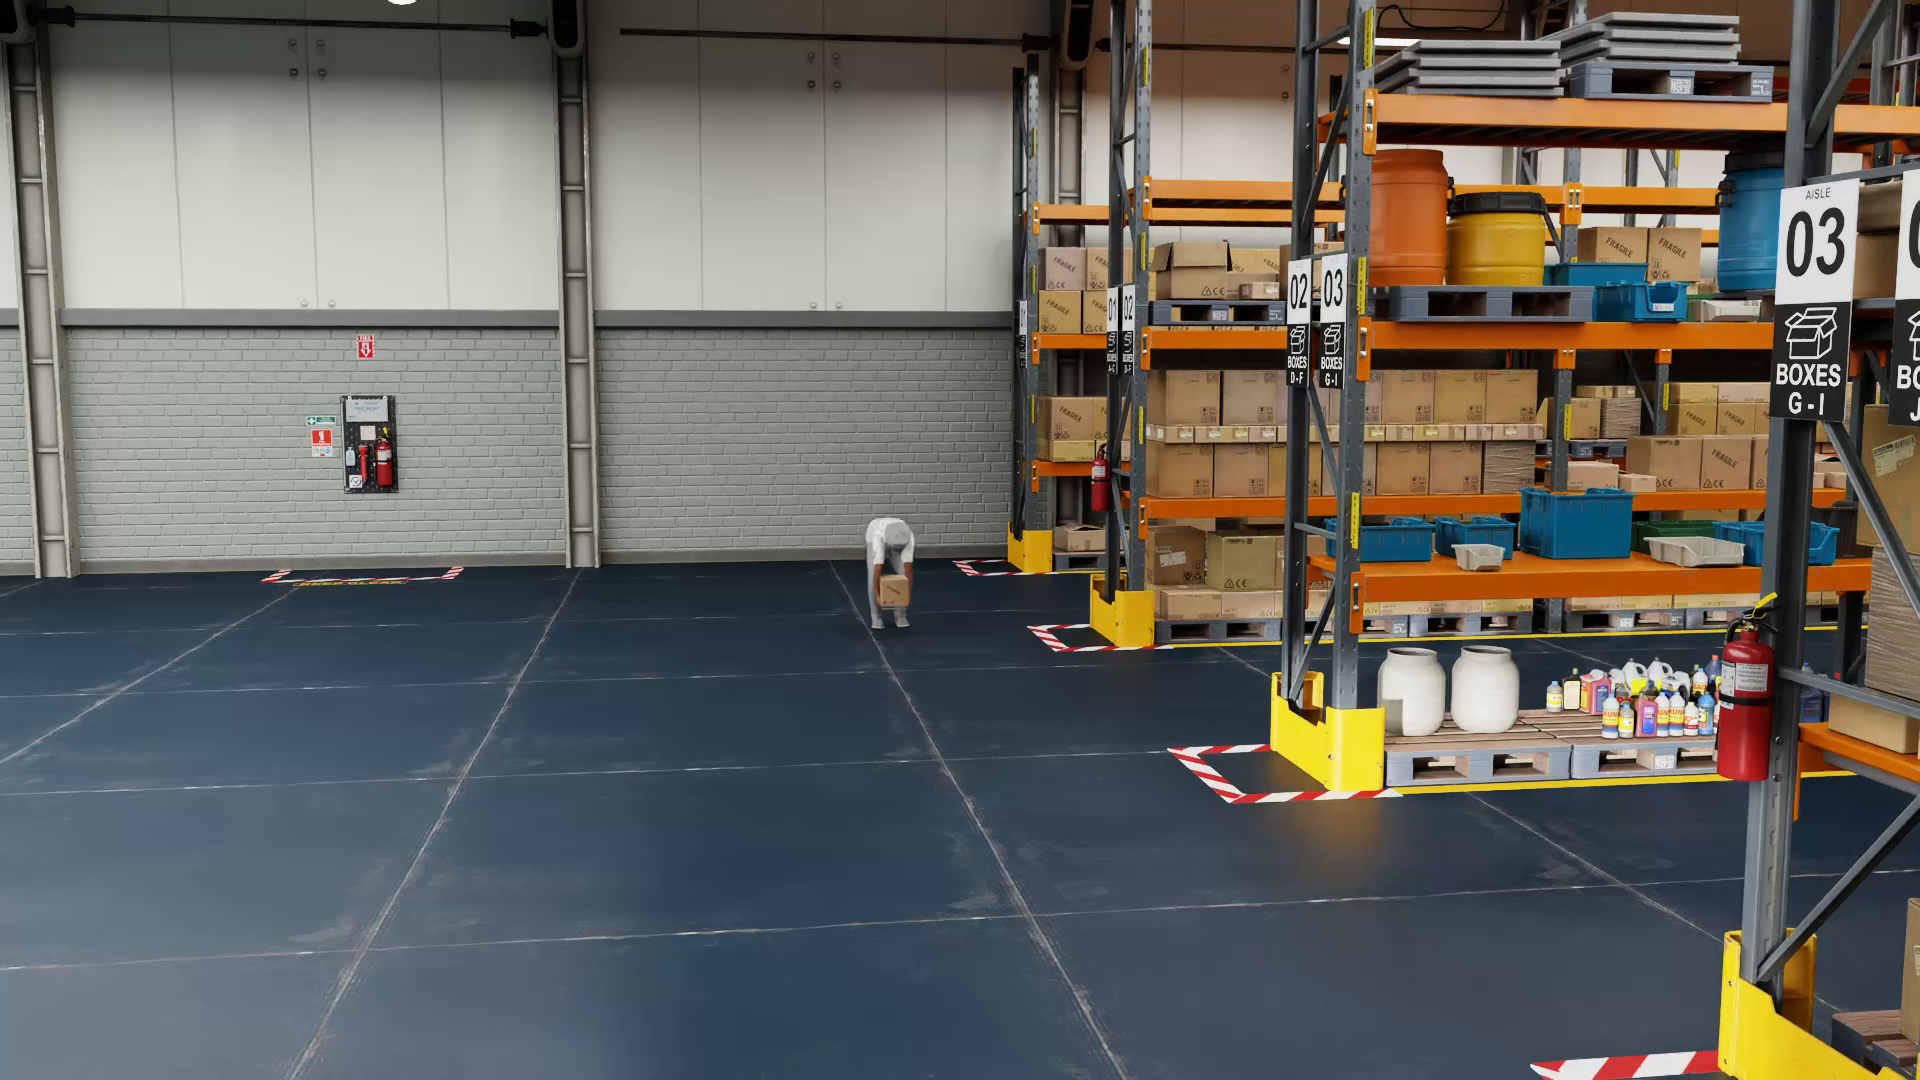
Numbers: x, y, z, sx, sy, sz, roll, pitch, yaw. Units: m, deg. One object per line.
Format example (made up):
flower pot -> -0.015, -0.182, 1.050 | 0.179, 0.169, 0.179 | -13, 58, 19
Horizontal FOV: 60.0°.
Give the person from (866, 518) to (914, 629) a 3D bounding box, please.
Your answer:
person -> -0.640, 0.325, 15.665 | 0.423, 1.062, 0.942 | -1, 7, -11
